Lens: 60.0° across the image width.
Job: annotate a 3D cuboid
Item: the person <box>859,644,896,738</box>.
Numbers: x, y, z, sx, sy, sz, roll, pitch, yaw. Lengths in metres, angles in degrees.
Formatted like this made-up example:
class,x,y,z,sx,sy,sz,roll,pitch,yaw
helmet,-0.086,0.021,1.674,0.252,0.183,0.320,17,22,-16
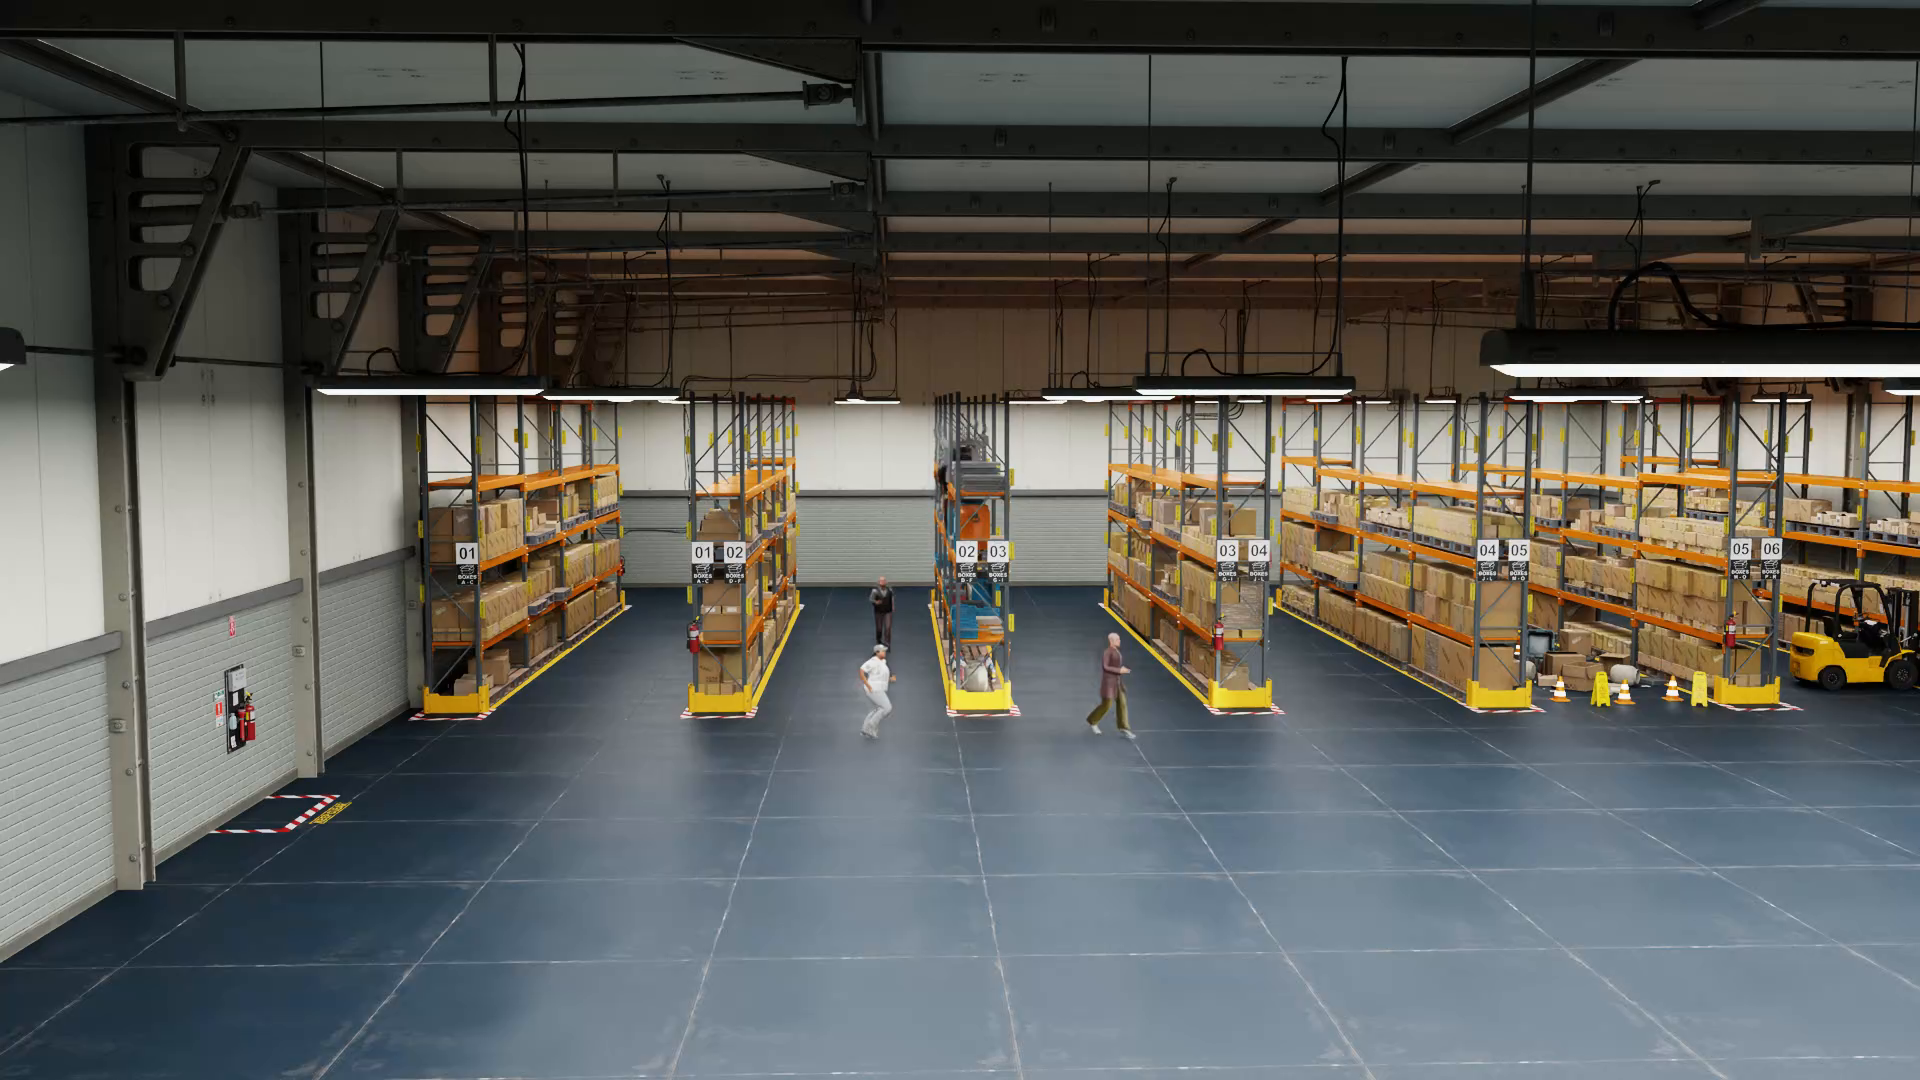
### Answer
class,x,y,z,sx,sy,sz,roll,pitch,yaw
person,-1.418,2.603,28.690,0.638,1.622,0.599,1,5,17

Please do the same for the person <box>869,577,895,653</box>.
class,x,y,z,sx,sy,sz,roll,pitch,yaw
person,-1.802,1.723,38.908,0.657,1.724,0.950,-1,5,-11

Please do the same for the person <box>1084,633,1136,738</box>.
class,x,y,z,sx,sy,sz,roll,pitch,yaw
person,2.588,2.475,28.896,0.862,1.742,0.735,2,5,28

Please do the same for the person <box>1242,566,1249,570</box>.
class,x,y,z,sx,sy,sz,roll,pitch,yaw
person,8.301,1.001,48.281,0.909,1.719,0.689,-3,6,-36
